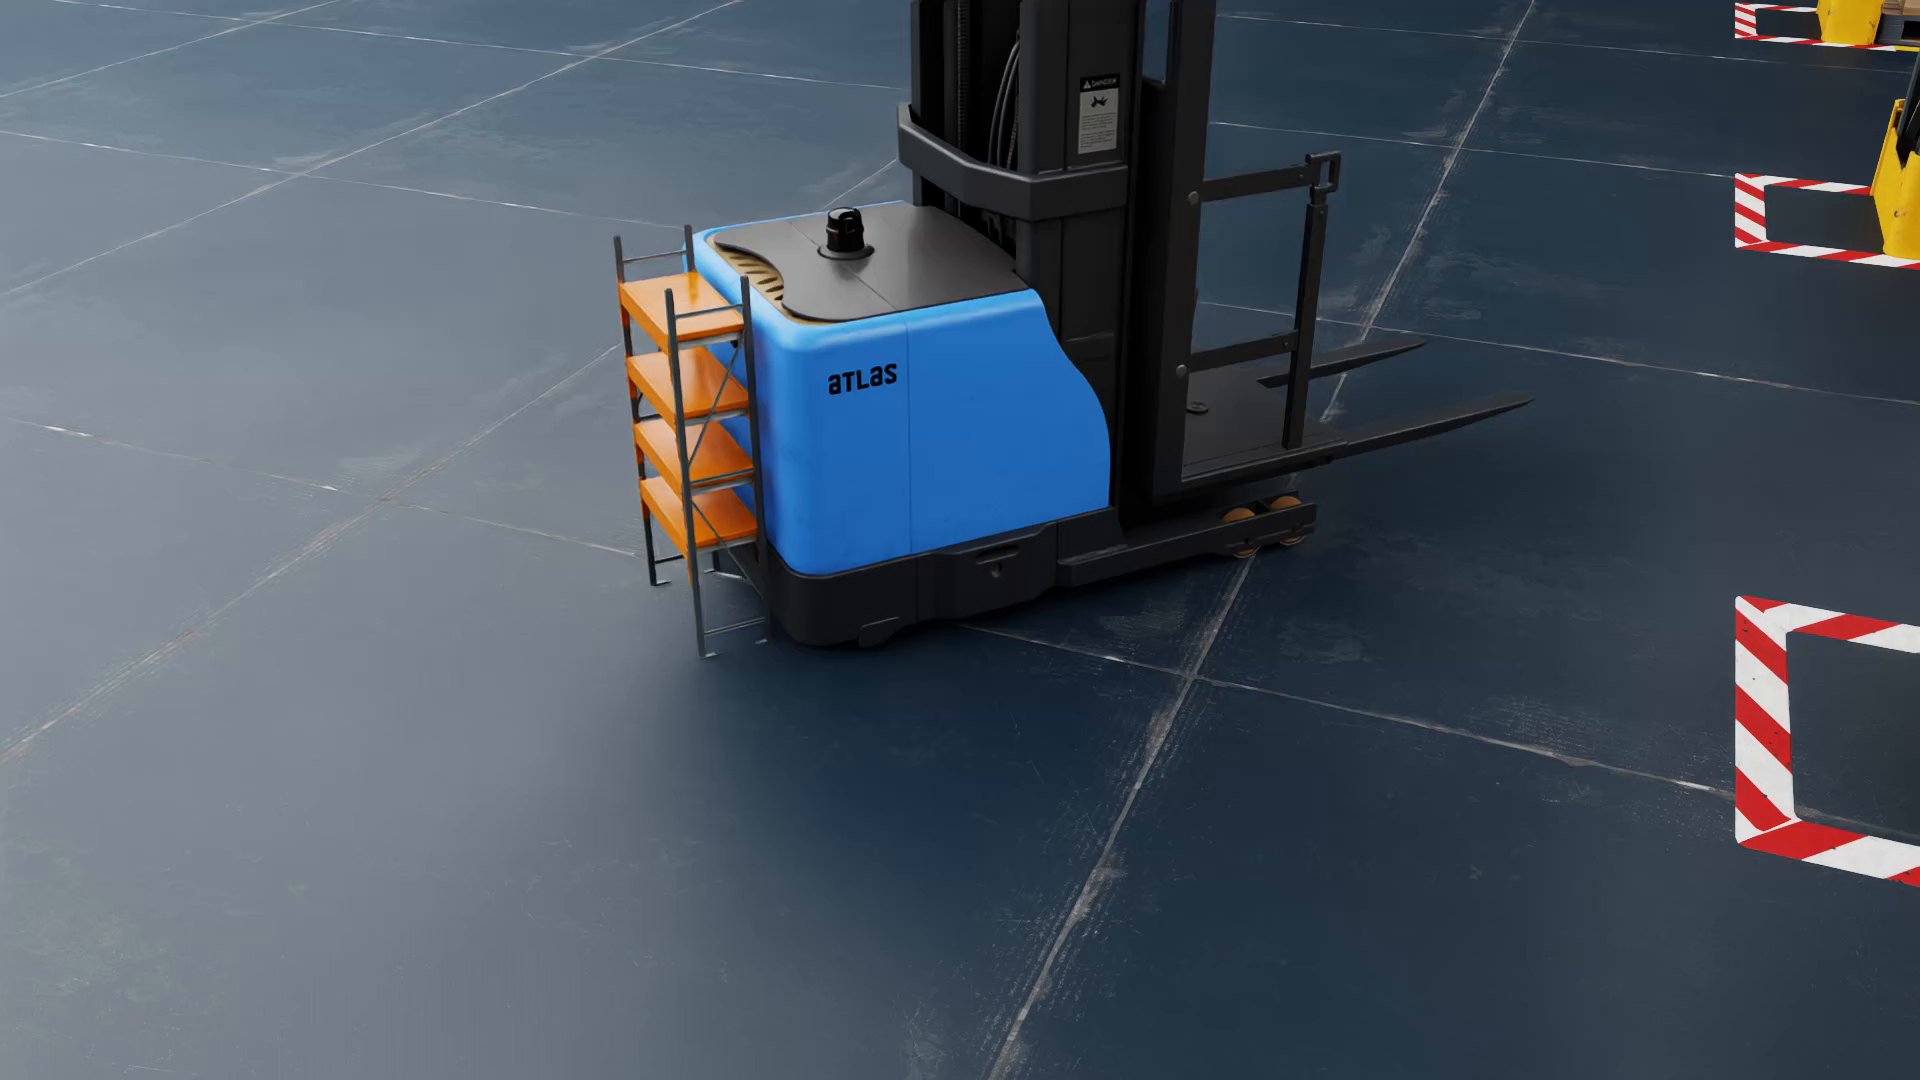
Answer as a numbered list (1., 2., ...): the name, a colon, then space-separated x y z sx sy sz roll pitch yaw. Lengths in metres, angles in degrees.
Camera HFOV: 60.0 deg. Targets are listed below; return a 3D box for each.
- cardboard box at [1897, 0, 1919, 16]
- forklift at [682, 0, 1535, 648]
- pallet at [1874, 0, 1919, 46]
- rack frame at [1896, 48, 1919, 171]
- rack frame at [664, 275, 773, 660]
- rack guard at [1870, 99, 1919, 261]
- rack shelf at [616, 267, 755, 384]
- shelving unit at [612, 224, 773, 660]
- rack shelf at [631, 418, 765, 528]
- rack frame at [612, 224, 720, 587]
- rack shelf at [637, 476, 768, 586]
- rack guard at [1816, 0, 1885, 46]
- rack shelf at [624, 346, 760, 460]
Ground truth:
1. cardboard box: 7.150 -3.981 12.112 0.500 0.250 0.500 11 31 19
2. forklift: 0.655 -1.434 5.309 3.031 2.935 1.130 -14 32 -23
3. pallet: 7.461 -3.859 12.363 1.213 0.211 1.003 11 31 19
4. rack frame: 4.871 -2.938 7.899 0.127 3.000 1.000 11 31 19
5. rack frame: -0.694 -0.183 4.854 0.240 1.200 0.015 -14 32 -23
6. rack guard: 4.959 -1.857 8.527 0.348 0.500 1.175 11 31 19
7. rack shelf: -0.804 -0.632 4.850 0.258 0.148 0.480 -14 32 -23
8. shelving unit: -0.804 -0.290 5.044 0.258 1.200 0.503 -14 32 -23
9. rack shelf: -0.804 -0.232 5.077 0.258 0.148 0.480 -14 32 -23
10. rack frame: -0.913 -0.397 5.234 0.240 1.200 0.015 -14 32 -23
11. rack shelf: -0.804 -0.059 5.175 0.258 0.148 0.480 -14 32 -23
12. rack guard: 6.715 -4.112 12.516 0.348 0.500 1.175 11 31 19
13. rack shelf: -0.804 -0.426 4.967 0.258 0.148 0.480 -14 32 -23
